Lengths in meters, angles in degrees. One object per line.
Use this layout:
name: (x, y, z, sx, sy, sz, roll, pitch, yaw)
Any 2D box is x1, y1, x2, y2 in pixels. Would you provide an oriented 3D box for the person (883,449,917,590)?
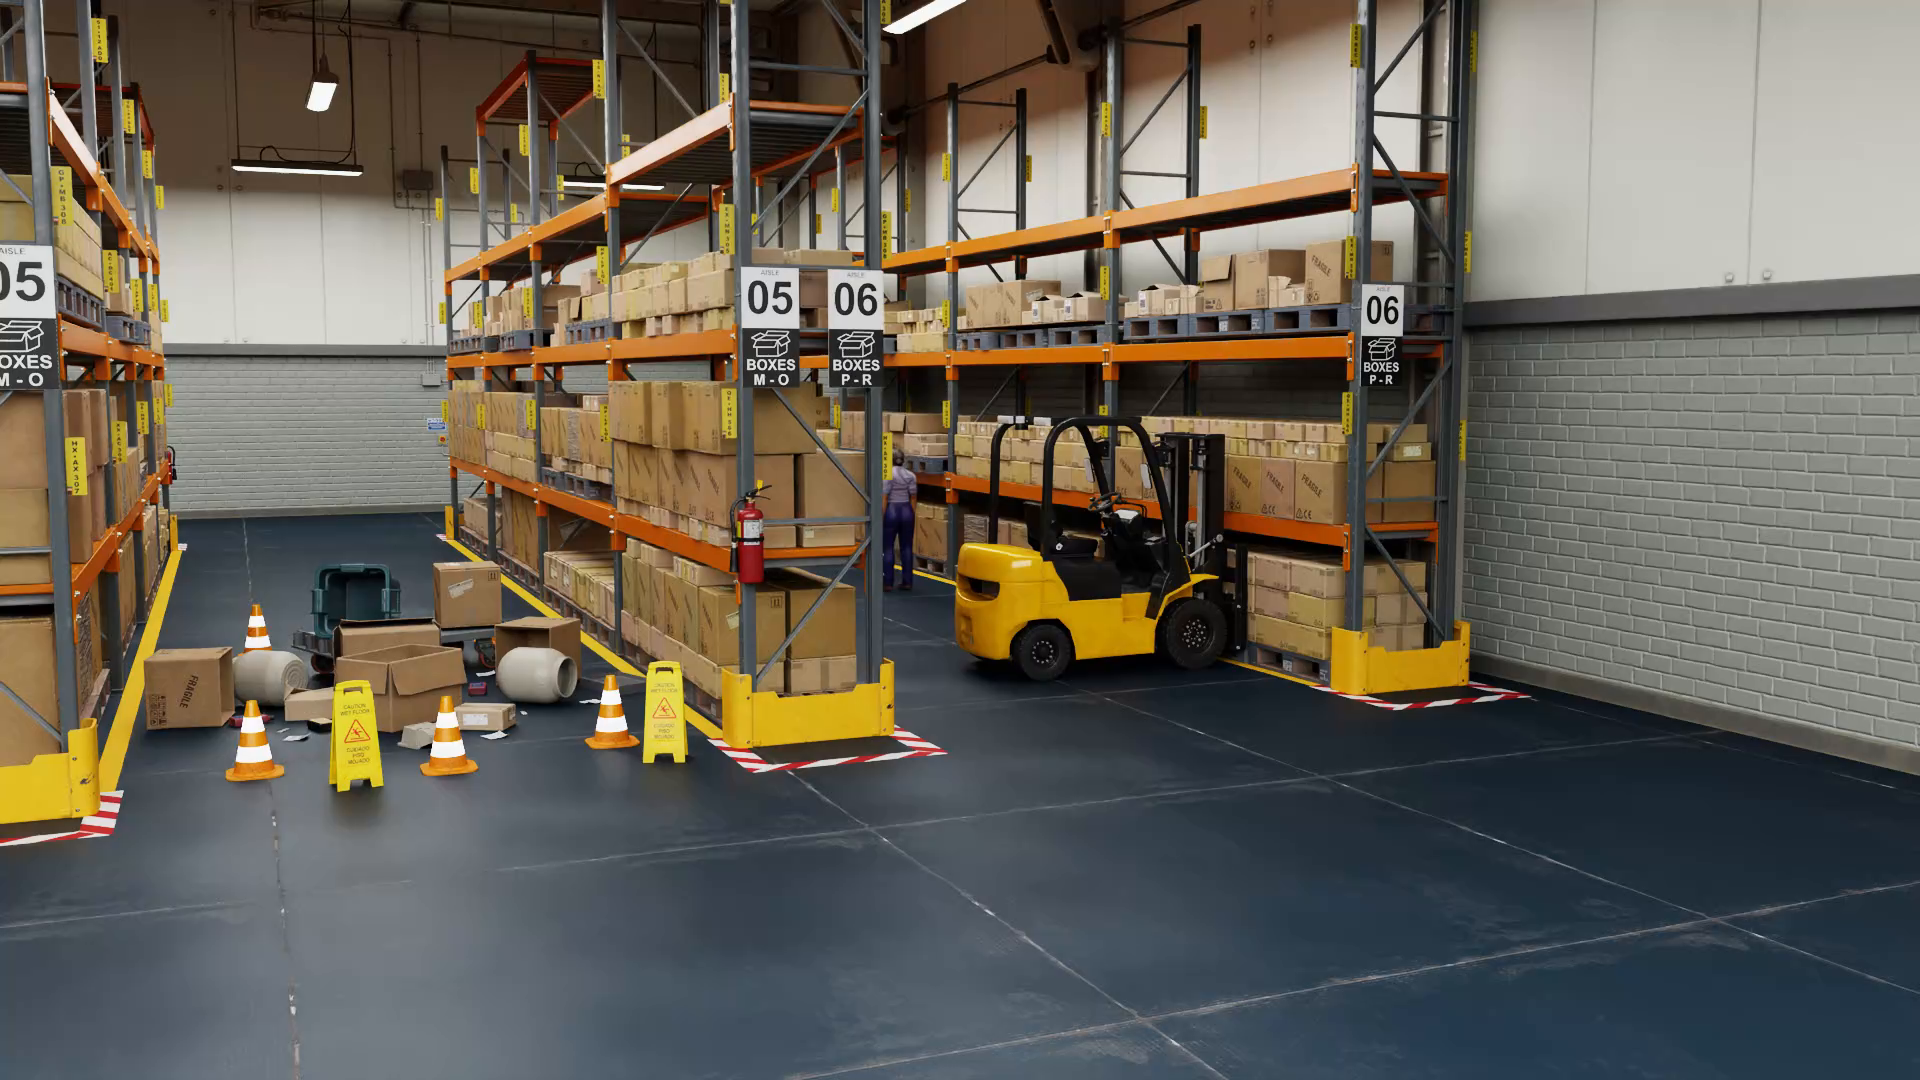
person: (-0.742, -0.246, 19.467, 0.473, 1.650, 0.354, -3, 6, -26)
